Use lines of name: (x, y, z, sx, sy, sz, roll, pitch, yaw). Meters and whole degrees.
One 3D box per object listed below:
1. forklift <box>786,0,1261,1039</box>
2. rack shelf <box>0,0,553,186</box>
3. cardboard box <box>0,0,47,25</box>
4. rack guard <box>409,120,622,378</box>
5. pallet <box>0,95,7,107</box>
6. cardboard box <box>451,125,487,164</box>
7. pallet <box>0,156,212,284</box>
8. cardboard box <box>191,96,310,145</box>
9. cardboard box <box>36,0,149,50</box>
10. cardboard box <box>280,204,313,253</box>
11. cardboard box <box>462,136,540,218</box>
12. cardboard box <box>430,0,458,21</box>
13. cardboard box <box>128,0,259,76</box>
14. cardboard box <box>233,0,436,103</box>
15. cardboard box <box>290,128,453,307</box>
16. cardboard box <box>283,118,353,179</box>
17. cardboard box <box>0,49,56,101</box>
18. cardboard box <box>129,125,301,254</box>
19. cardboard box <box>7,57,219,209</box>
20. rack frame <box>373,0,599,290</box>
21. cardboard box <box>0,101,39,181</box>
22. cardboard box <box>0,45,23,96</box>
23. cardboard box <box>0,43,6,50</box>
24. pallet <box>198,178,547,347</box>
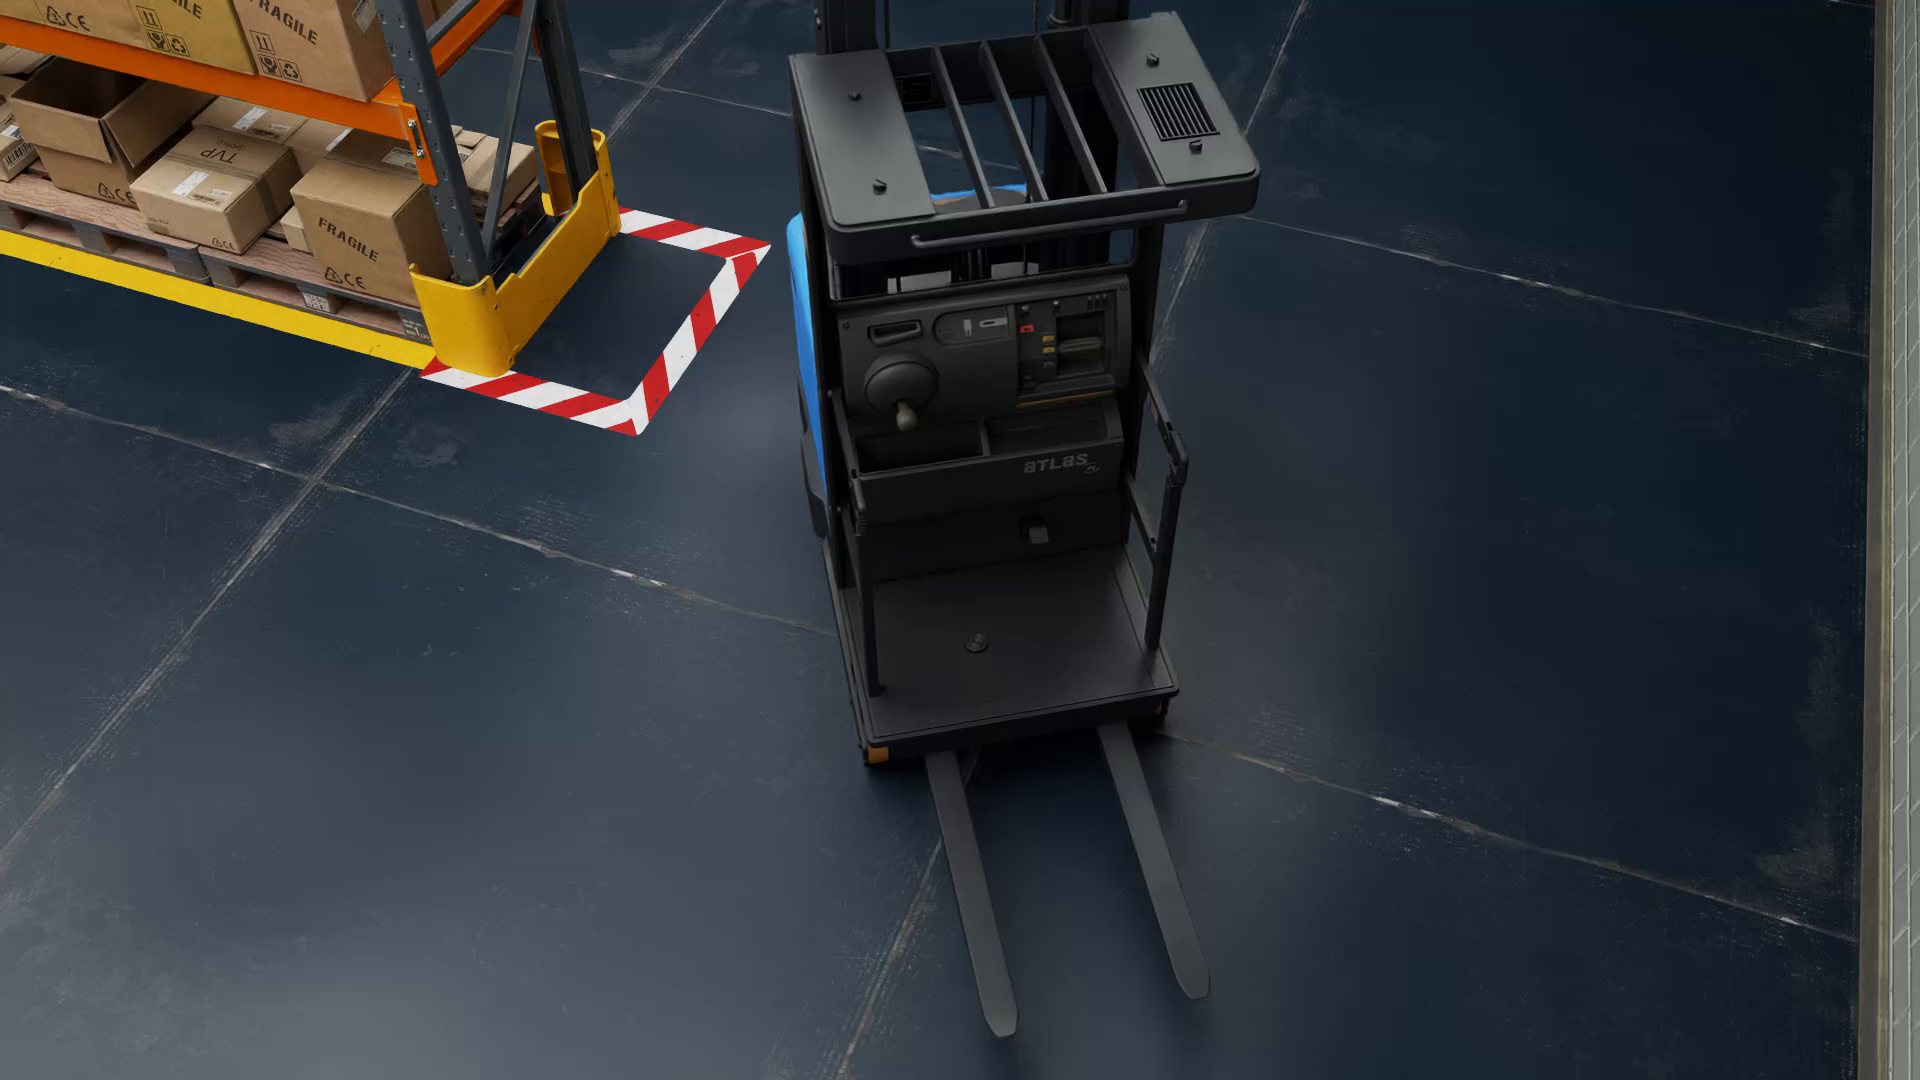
forklift: (0.131, -0.481, 5.094, 1.130, 2.935, 3.031, -9, 50, -8)
rack shelf: (-3.758, -2.401, 7.189, 4.000, 0.370, 1.077, 16, 51, 13)
cardboard box: (-3.823, -2.470, 6.706, 0.500, 0.500, 0.500, 15, 51, 13)
rack guard: (-1.953, -1.314, 7.425, 0.348, 0.500, 1.175, 16, 51, 13)
pallet: (-4.990, -2.066, 8.268, 1.213, 0.211, 1.003, 16, 51, 13)
cardboard box: (-2.390, -1.748, 7.730, 0.250, 0.166, 0.380, 16, 51, 13)
pallet: (-3.842, -1.748, 7.992, 1.213, 0.211, 1.003, 16, 51, 13)
cardboard box: (-3.232, -1.962, 7.860, 0.500, 0.250, 0.500, 16, 51, 13)
cardboard box: (-3.350, -2.338, 6.592, 0.500, 0.500, 0.500, 16, 51, 13)
cardboard box: (-2.826, -1.467, 7.487, 0.250, 0.166, 0.380, 16, 51, 13)
cardboard box: (-2.156, -1.677, 7.680, 0.250, 0.149, 0.380, 16, 51, 13)
cardboard box: (-2.207, -2.449, 6.688, 0.500, 0.500, 0.500, 17, 51, 14)
cardboard box: (-2.884, -2.203, 6.475, 0.500, 0.500, 0.500, 16, 51, 13)
cardboard box: (-2.396, -2.070, 6.359, 0.500, 0.500, 0.500, 17, 51, 14)
cardboard box: (-2.477, -1.406, 7.213, 0.500, 0.500, 0.500, 16, 51, 13)
cardboard box: (-2.763, -1.831, 7.747, 0.500, 0.250, 0.500, 16, 51, 13)
cardboard box: (-4.298, -2.279, 8.095, 0.500, 0.311, 0.500, 16, 51, 13)
cardboard box: (-3.358, -1.594, 7.542, 0.500, 0.250, 0.500, 16, 51, 13)
cardboard box: (-3.870, -1.998, 7.725, 0.637, 0.503, 0.797, 16, 51, 13)
rack frame: (-1.882, -2.113, 6.463, 0.127, 3.000, 1.000, 16, 51, 13)
cardboard box: (-4.500, -1.894, 7.857, 0.250, 0.166, 0.380, 16, 51, 13)
cardboard box: (-4.629, -2.367, 8.278, 0.250, 0.149, 0.380, 16, 51, 13)
cardboard box: (-5.001, -2.538, 8.194, 0.500, 0.500, 0.500, 16, 51, 13)
pallet: (-2.701, -1.427, 7.714, 1.213, 0.211, 1.003, 16, 51, 13)
